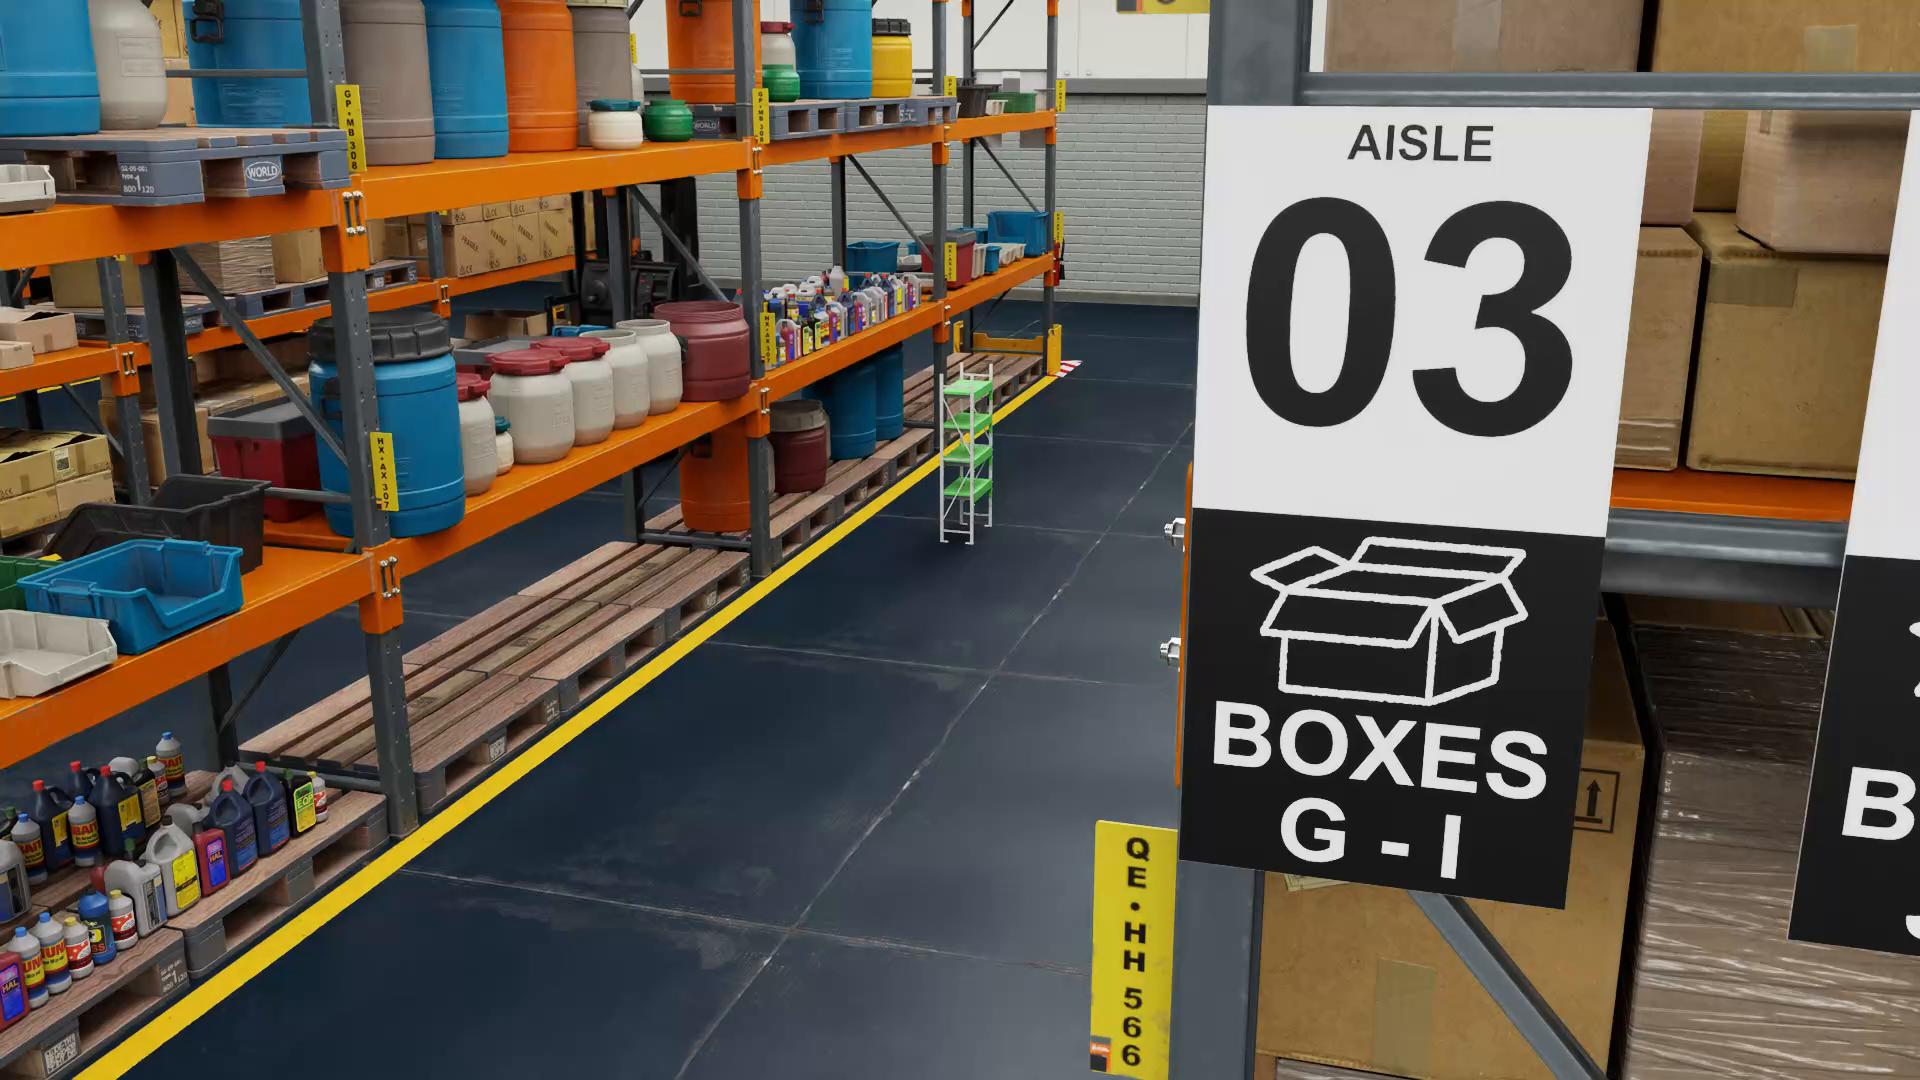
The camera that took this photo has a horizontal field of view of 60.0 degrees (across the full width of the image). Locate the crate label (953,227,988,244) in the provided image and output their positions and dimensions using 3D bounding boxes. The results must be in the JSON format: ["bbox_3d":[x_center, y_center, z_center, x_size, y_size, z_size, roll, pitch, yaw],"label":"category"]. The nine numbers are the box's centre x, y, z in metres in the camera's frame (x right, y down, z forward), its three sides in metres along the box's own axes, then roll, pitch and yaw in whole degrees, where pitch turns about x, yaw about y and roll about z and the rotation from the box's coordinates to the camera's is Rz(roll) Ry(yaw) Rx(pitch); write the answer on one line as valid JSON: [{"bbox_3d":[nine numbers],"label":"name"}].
[{"bbox_3d":[0.143,-3.240,17.954,0.416,0.233,0.303,5,16,16],"label":"crate label"}]

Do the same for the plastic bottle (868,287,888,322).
[{"bbox_3d":[-0.658,-1.869,13.150,0.152,0.276,0.135,5,16,16],"label":"plastic bottle"}]

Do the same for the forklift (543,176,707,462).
[{"bbox_3d":[-2.959,-2.201,14.217,1.130,2.935,3.031,7,17,23],"label":"forklift"}]

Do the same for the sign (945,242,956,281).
[{"bbox_3d":[-0.081,-2.375,14.197,0.100,0.325,0.005,5,16,16],"label":"sign"}]

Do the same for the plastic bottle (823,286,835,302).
[{"bbox_3d":[-1.084,-1.997,13.737,0.097,0.201,0.097,0,16,0],"label":"plastic bottle"}]

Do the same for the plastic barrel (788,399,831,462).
[{"bbox_3d":[-1.227,-0.823,13.023,0.421,0.512,0.421,0,16,0],"label":"plastic barrel"}]

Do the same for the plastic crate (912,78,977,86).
[{"bbox_3d":[-0.169,-4.366,16.342,0.504,0.338,0.767,5,16,16],"label":"plastic crate"}]

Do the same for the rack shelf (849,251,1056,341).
[{"bbox_3d":[-0.040,-2.462,16.330,1.077,0.370,4.000,5,16,16],"label":"rack shelf"}]

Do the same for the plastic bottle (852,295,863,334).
[{"bbox_3d":[-0.784,-1.713,12.585,0.061,0.283,0.133,5,16,16],"label":"plastic bottle"}]

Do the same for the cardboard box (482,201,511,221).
[{"bbox_3d":[-4.807,-3.435,16.429,0.500,0.500,0.500,4,16,14],"label":"cardboard box"}]

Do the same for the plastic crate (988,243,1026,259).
[{"bbox_3d":[0.470,-3.006,17.303,0.396,0.136,0.243,5,16,16],"label":"plastic crate"}]

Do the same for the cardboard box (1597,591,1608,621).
[{"bbox_3d":[0.786,0.272,2.812,0.500,0.500,0.500,5,16,16],"label":"cardboard box"}]

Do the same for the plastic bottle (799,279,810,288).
[{"bbox_3d":[-1.268,-2.007,13.645,0.097,0.271,0.097,0,16,0],"label":"plastic bottle"}]

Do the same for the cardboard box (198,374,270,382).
[{"bbox_3d":[-6.162,-1.168,14.226,0.500,0.500,0.500,4,16,14],"label":"cardboard box"}]

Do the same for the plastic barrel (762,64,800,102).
[{"bbox_3d":[-1.224,-3.068,11.167,0.294,0.245,0.294,0,16,0],"label":"plastic barrel"}]

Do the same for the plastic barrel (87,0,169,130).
[{"bbox_3d":[-3.192,-1.793,6.183,0.421,0.512,0.421,0,16,0],"label":"plastic barrel"}]

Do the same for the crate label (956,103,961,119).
[{"bbox_3d":[-0.192,-3.707,14.386,0.293,0.136,0.466,5,16,16],"label":"crate label"}]

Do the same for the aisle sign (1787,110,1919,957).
[{"bbox_3d":[1.000,0.028,1.471,0.394,0.787,0.004,5,16,16],"label":"aisle sign"}]

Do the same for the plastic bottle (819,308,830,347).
[{"bbox_3d":[-0.990,-1.534,11.978,0.097,0.271,0.097,0,16,0],"label":"plastic bottle"}]

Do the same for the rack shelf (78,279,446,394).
[{"bbox_3d":[-5.925,-1.800,13.998,1.077,0.370,4.000,5,16,16],"label":"rack shelf"}]

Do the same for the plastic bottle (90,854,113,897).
[{"bbox_3d":[-3.087,1.263,6.051,0.061,0.283,0.133,5,16,16],"label":"plastic bottle"}]

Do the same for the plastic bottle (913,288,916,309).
[{"bbox_3d":[-0.417,-2.028,13.848,0.097,0.201,0.097,0,16,0],"label":"plastic bottle"}]

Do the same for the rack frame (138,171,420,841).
[{"bbox_3d":[-2.882,-0.192,7.008,1.000,3.000,0.127,5,16,16],"label":"rack frame"}]

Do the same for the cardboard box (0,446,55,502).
[{"bbox_3d":[-6.547,-0.480,11.265,0.500,0.311,0.500,4,16,15],"label":"cardboard box"}]

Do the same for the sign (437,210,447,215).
[{"bbox_3d":[-4.823,-3.185,15.439,0.100,0.325,0.005,5,16,16],"label":"sign"}]

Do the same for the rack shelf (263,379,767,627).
[{"bbox_3d":[-2.313,-0.369,8.951,1.077,0.370,4.000,5,16,16],"label":"rack shelf"}]

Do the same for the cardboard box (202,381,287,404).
[{"bbox_3d":[-5.799,-0.998,13.624,0.500,0.500,0.500,4,16,15],"label":"cardboard box"}]

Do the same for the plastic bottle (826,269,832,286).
[{"bbox_3d":[-1.122,-2.166,14.182,0.061,0.283,0.133,5,16,16],"label":"plastic bottle"}]

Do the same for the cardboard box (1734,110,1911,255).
[{"bbox_3d":[1.030,-0.378,1.712,0.380,0.149,0.250,5,16,15],"label":"cardboard box"}]

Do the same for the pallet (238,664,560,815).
[{"bbox_3d":[-2.696,0.941,8.124,1.003,0.211,1.213,5,16,16],"label":"pallet"}]

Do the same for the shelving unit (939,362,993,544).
[{"bbox_3d":[0.047,-0.621,11.818,0.258,1.200,0.503,5,16,16],"label":"shelving unit"}]

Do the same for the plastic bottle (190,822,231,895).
[{"bbox_3d":[-2.849,1.190,6.307,0.061,0.283,0.133,6,17,20],"label":"plastic bottle"}]

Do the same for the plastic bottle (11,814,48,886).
[{"bbox_3d":[-3.569,1.179,6.369,0.097,0.271,0.097,0,16,0],"label":"plastic bottle"}]

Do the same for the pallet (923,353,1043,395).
[{"bbox_3d":[0.257,-1.777,17.707,1.003,0.211,1.213,5,16,16],"label":"pallet"}]

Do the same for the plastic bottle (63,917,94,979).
[{"bbox_3d":[-3.051,1.397,5.727,0.097,0.201,0.097,0,16,0],"label":"plastic bottle"}]

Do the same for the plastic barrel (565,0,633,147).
[{"bbox_3d":[-2.187,-2.724,9.522,0.600,0.901,0.600,0,16,0],"label":"plastic barrel"}]

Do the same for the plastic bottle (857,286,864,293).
[{"bbox_3d":[-0.782,-1.872,13.168,0.097,0.271,0.097,0,16,0],"label":"plastic bottle"}]

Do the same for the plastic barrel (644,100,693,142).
[{"bbox_3d":[-1.766,-2.538,10.068,0.294,0.245,0.294,0,16,0],"label":"plastic barrel"}]

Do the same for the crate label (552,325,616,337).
[{"bbox_3d":[-2.287,-1.016,9.850,0.502,0.435,0.616,5,16,16],"label":"crate label"}]

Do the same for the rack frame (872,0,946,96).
[{"bbox_3d":[-0.608,-5.171,13.569,1.000,3.000,0.127,5,16,16],"label":"rack frame"}]

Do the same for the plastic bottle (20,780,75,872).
[{"bbox_3d":[-3.563,1.099,6.504,0.144,0.351,0.185,4,16,14],"label":"plastic bottle"}]

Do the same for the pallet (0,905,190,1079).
[{"bbox_3d":[-3.457,1.642,5.652,1.003,0.211,1.213,5,16,16],"label":"pallet"}]

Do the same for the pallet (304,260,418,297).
[{"bbox_3d":[-5.688,-2.377,15.064,1.003,0.211,1.213,5,16,16],"label":"pallet"}]

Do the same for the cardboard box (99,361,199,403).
[{"bbox_3d":[-6.440,-1.271,13.214,0.500,0.250,0.500,5,17,18],"label":"cardboard box"}]

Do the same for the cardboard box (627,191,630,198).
[{"bbox_3d":[-4.083,-4.108,18.799,0.500,0.500,0.500,4,16,15],"label":"cardboard box"}]

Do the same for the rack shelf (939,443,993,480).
[{"bbox_3d":[0.047,-0.559,11.836,0.258,0.148,0.480,5,16,16],"label":"rack shelf"}]

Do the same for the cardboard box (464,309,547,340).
[{"bbox_3d":[-4.827,-2.172,17.760,0.797,0.503,0.637,5,16,16],"label":"cardboard box"}]

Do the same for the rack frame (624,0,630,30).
[{"bbox_3d":[-4.220,-6.602,18.616,1.000,3.000,0.127,5,16,16],"label":"rack frame"}]

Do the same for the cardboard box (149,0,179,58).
[{"bbox_3d":[-6.218,-3.843,12.367,0.500,0.500,0.500,5,16,16],"label":"cardboard box"}]

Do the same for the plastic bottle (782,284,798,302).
[{"bbox_3d":[-1.368,-1.891,13.227,0.152,0.276,0.135,5,16,16],"label":"plastic bottle"}]

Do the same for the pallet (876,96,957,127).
[{"bbox_3d":[-0.737,-3.424,13.254,1.213,0.211,1.003,5,16,16],"label":"pallet"}]

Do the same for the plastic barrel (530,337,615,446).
[{"bbox_3d":[-2.068,-0.796,8.888,0.433,0.535,0.433,0,16,0],"label":"plastic barrel"}]

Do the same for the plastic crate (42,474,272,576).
[{"bbox_3d":[-3.153,-0.035,6.569,0.767,0.338,0.504,5,16,16],"label":"plastic crate"}]

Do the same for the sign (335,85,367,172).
[{"bbox_3d":[-2.357,-1.594,6.437,0.100,0.325,0.005,5,16,16],"label":"sign"}]

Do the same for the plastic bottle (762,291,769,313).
[{"bbox_3d":[-1.539,-1.774,12.677,0.144,0.351,0.185,5,16,16],"label":"plastic bottle"}]

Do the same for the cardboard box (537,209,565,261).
[{"bbox_3d":[-4.520,-3.228,17.530,0.500,0.500,0.500,4,16,15],"label":"cardboard box"}]

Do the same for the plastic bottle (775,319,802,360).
[{"bbox_3d":[-1.181,-1.388,11.452,0.152,0.276,0.135,5,16,16],"label":"plastic bottle"}]

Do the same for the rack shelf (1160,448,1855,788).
[{"bbox_3d":[1.299,-0.381,3.498,1.077,0.370,4.000,5,16,16],"label":"rack shelf"}]
